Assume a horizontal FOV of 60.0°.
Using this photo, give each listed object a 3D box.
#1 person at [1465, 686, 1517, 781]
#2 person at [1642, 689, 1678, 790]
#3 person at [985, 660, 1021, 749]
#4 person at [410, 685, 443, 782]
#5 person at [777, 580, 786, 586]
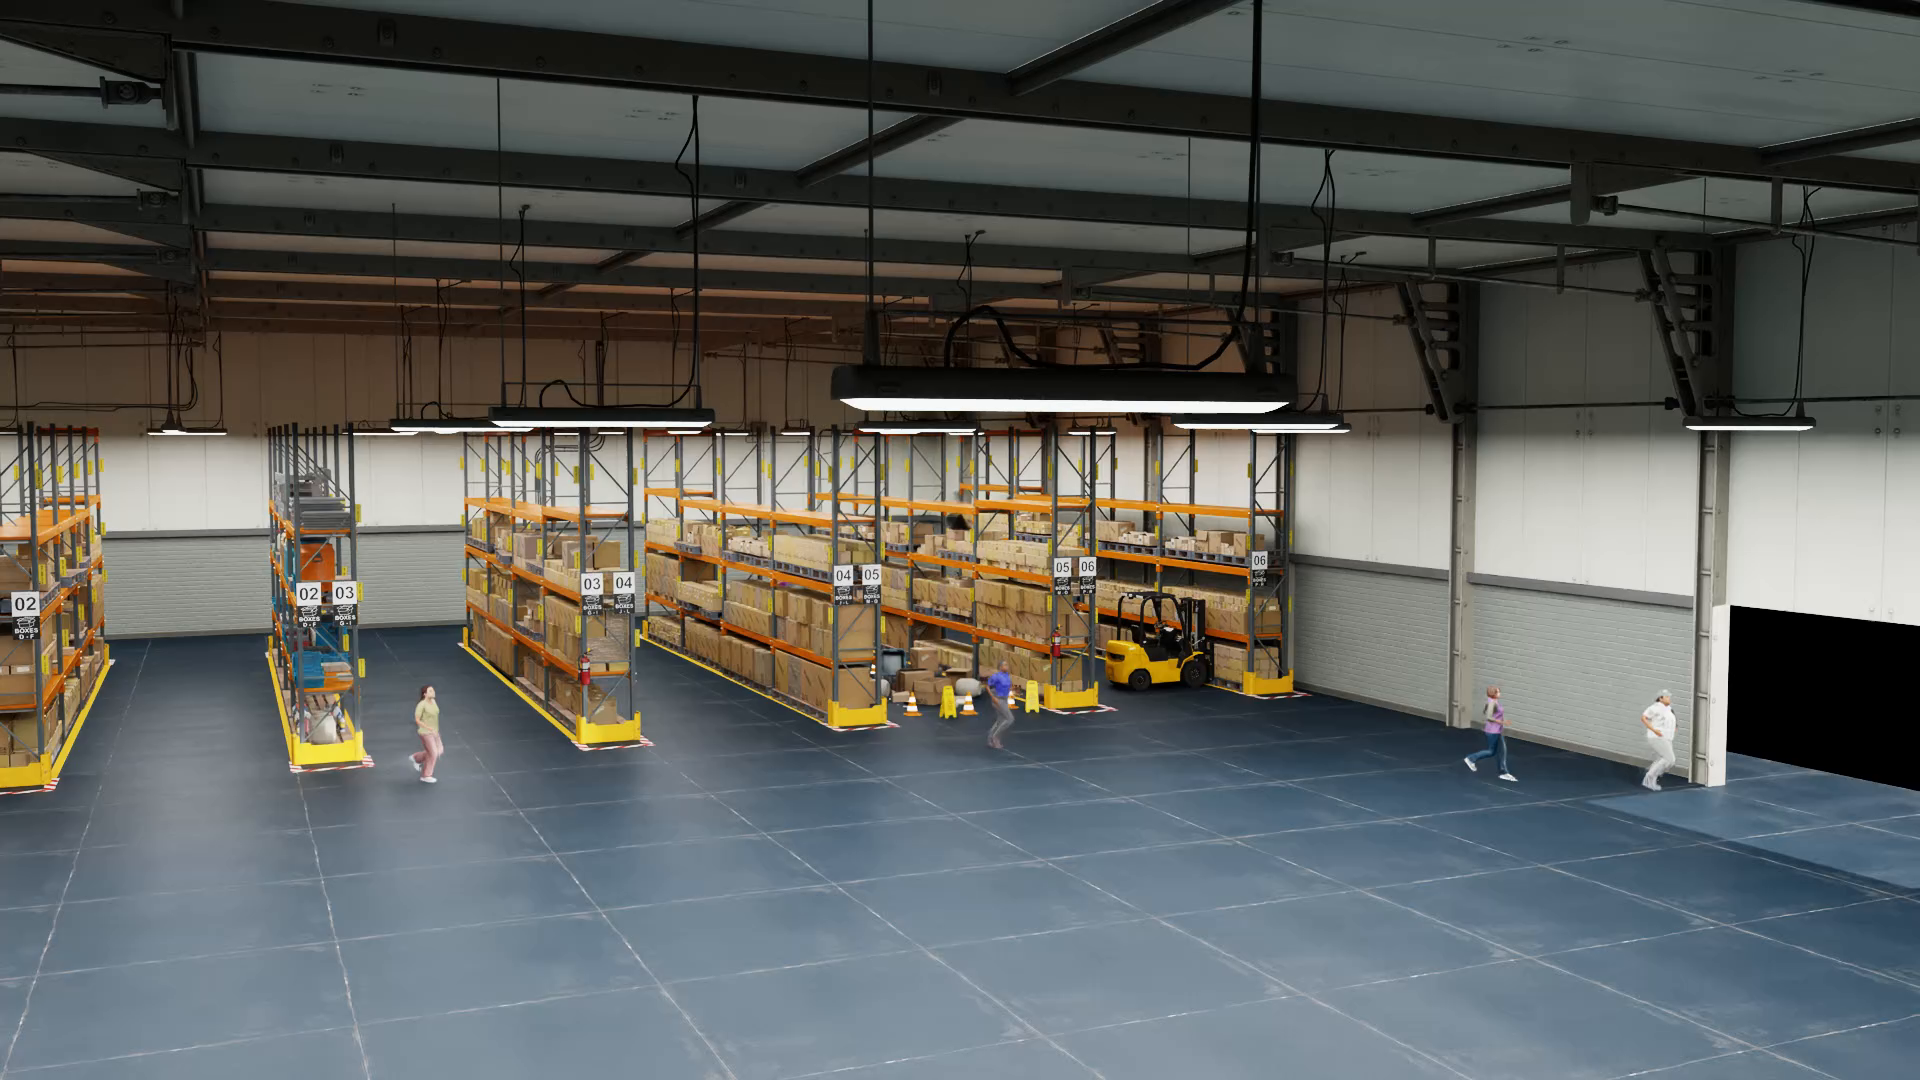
[{"bbox_3d":[8.902,3.236,27.853,0.839,1.568,0.538,2,4,25],"label":"person"},{"bbox_3d":[11.437,3.248,27.078,0.640,1.637,0.557,-3,5,-43],"label":"person"},{"bbox_3d":[0.804,3.033,30.729,0.652,1.651,0.552,2,4,26],"label":"person"},{"bbox_3d":[-8.927,3.222,27.771,0.616,1.640,0.591,1,4,16],"label":"person"},{"bbox_3d":[-5.529,1.771,50.794,0.523,1.715,0.742,-2,4,-25],"label":"person"}]
